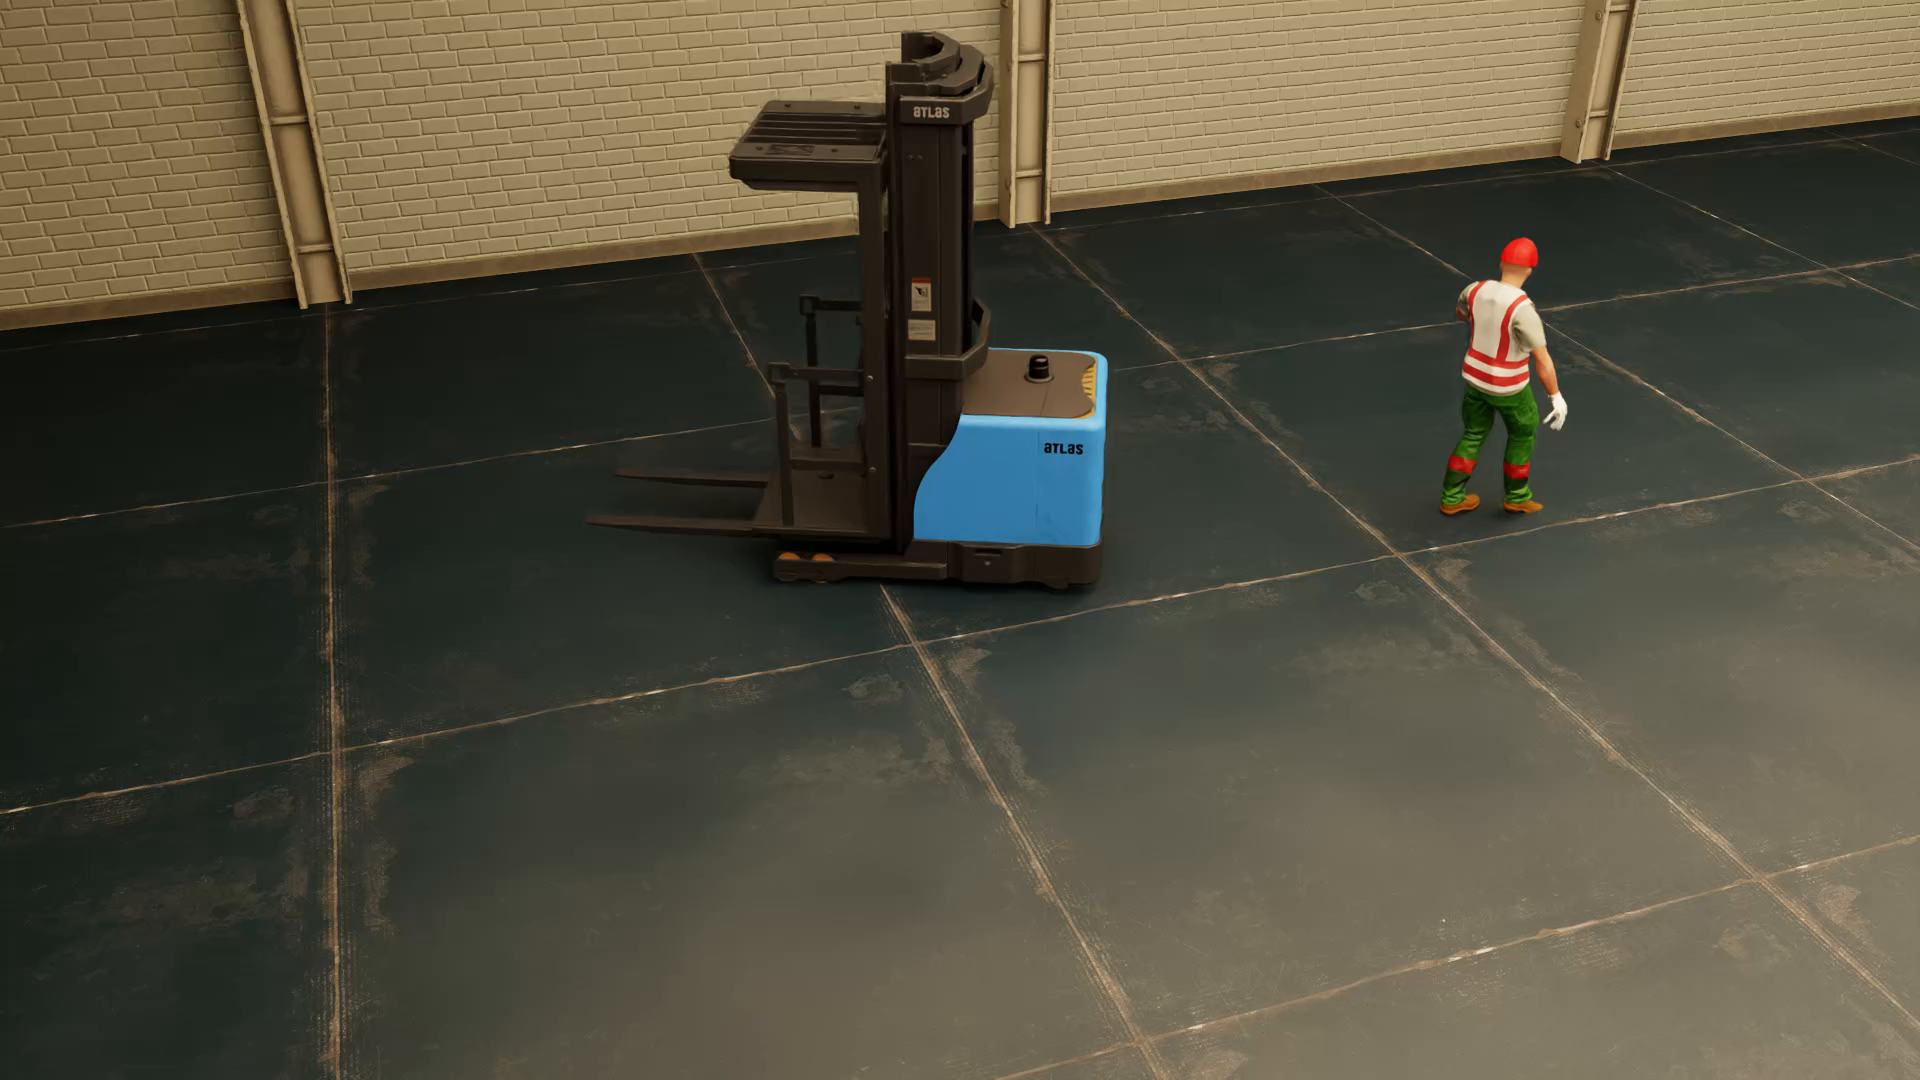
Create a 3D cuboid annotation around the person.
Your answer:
[{"bbox_3d":[3.305,-0.947,9.949,0.648,1.795,1.026,-16,33,-25],"label":"person"}]

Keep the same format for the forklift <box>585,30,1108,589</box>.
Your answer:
[{"bbox_3d":[-0.668,-1.281,9.314,3.031,2.935,1.130,3,30,4],"label":"forklift"}]
